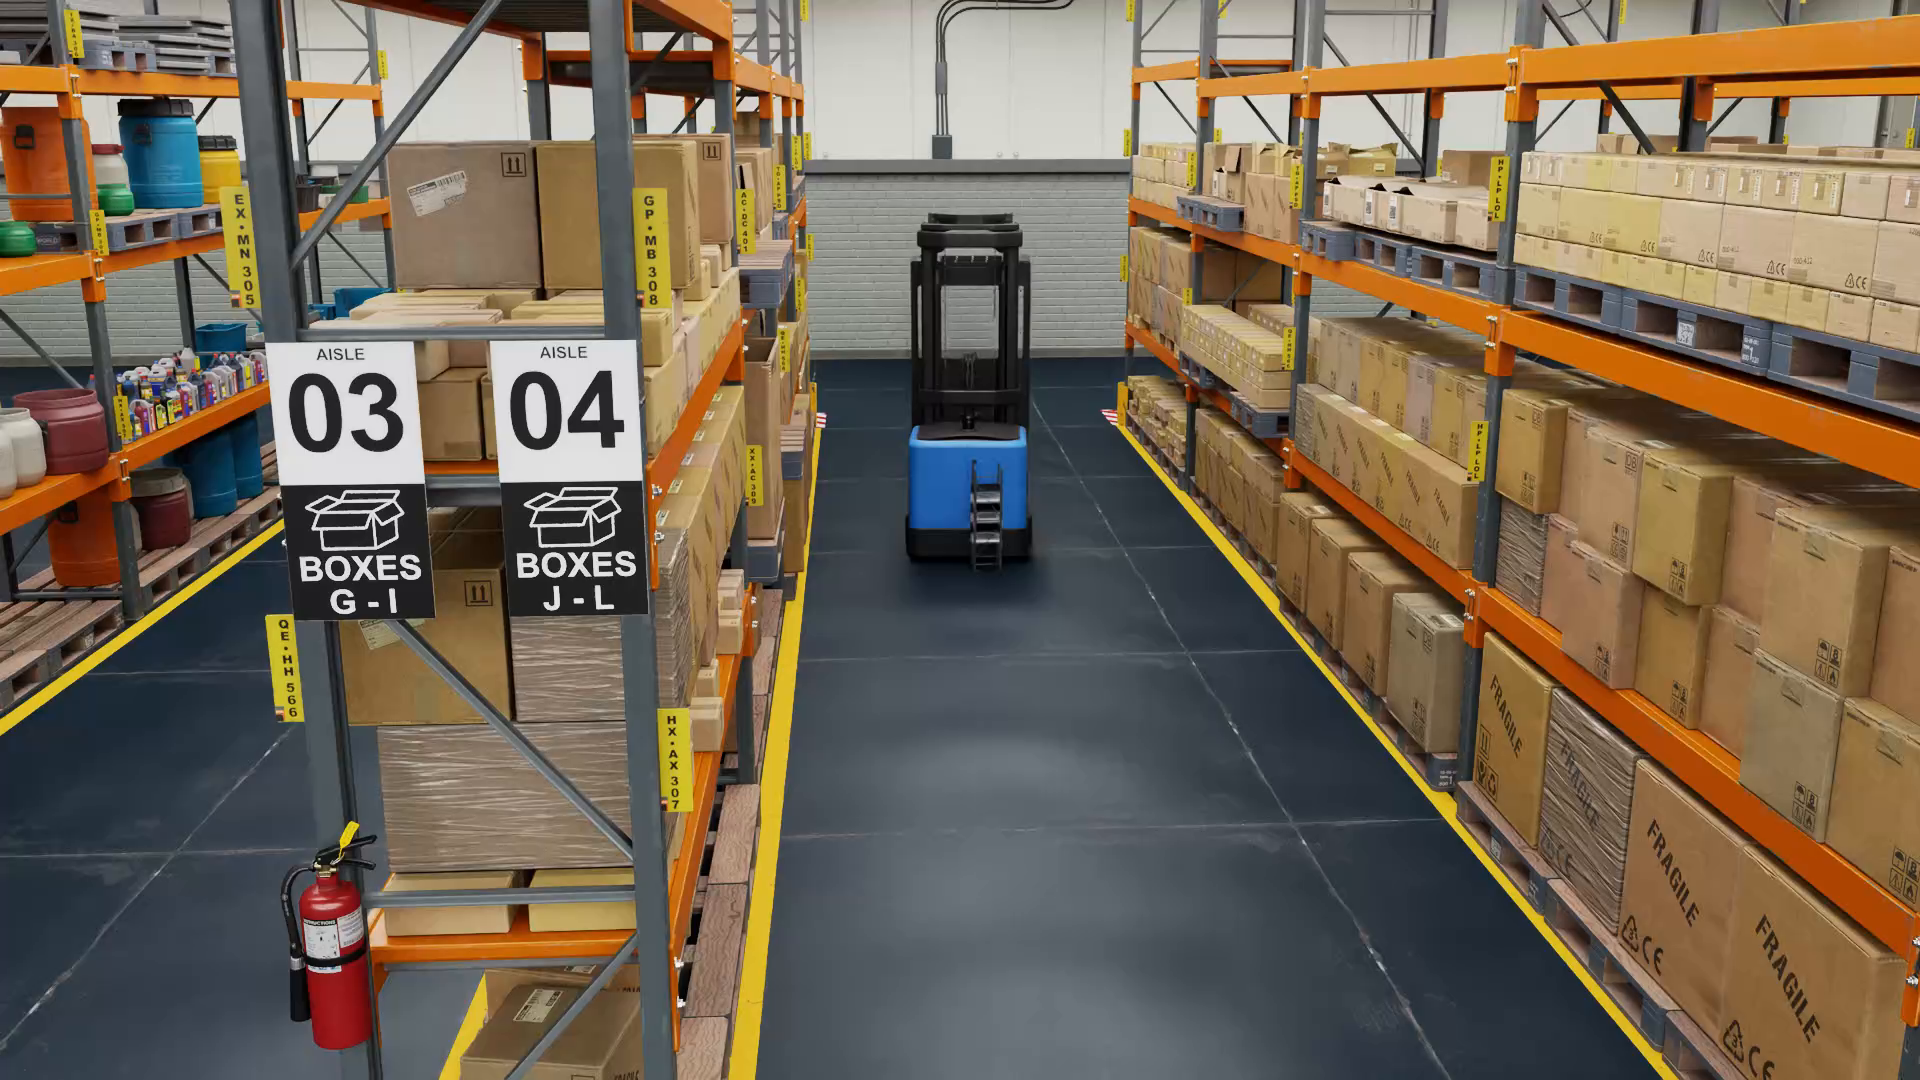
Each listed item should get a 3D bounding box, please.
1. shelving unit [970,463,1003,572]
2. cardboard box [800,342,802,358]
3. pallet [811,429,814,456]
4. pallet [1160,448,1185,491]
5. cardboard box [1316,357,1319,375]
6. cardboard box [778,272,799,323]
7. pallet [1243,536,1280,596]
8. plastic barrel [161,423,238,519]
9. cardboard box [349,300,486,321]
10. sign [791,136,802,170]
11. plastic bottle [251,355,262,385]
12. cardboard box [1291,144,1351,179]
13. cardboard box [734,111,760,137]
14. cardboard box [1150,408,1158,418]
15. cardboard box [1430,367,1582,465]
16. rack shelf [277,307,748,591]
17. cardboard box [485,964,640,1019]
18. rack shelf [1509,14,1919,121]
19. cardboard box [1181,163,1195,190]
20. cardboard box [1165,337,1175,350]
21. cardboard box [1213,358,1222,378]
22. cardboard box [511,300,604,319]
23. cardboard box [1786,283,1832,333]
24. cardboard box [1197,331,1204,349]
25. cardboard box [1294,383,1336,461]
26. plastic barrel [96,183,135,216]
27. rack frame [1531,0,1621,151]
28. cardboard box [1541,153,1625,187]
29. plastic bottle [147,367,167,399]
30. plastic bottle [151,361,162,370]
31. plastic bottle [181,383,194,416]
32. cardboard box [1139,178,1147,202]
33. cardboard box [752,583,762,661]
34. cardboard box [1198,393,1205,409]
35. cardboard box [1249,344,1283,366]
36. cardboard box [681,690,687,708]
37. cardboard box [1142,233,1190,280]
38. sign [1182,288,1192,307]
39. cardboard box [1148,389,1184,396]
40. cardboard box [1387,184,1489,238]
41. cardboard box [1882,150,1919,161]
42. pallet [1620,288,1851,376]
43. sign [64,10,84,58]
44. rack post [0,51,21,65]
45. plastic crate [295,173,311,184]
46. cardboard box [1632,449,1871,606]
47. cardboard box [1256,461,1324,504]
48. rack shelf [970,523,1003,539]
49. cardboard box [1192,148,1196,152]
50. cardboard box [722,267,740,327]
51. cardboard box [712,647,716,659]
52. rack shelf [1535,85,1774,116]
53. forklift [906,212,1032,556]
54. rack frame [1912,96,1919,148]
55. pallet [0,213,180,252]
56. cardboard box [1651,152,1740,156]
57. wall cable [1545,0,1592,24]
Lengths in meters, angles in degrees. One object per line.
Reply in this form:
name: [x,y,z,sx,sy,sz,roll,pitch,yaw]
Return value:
shelving unit: [0.226,-0.194,14.173,0.258,0.900,0.210,-1,18,-6]
cardboard box: [-1.854,-1.989,17.464,0.380,0.149,0.250,0,14,-2]
pallet: [-2.182,-1.045,18.888,1.003,0.211,1.213,-1,14,-3]
pallet: [2.745,-0.768,17.813,1.003,0.211,1.213,-1,14,-3]
cardboard box: [3.202,-1.440,13.893,0.380,0.149,0.250,-1,14,-5]
cardboard box: [-1.909,-2.459,16.985,0.500,0.500,0.500,-1,14,-3]
pallet: [3.023,0.198,14.055,1.003,0.211,1.213,-1,14,-3]
plastic barrel: [-7.017,-0.700,15.319,0.600,0.901,0.708,-1,14,-3]
cardboard box: [-1.745,-0.687,5.381,0.380,0.149,0.250,-2,15,-6]
sign: [-1.593,-3.767,16.183,0.100,0.325,0.005,-1,14,-3]
plastic bottle: [-6.671,-1.618,15.754,0.061,0.283,0.133,-1,14,-3]
cardboard box: [2.786,-2.926,12.846,0.396,0.266,0.258,-1,14,-3]
cardboard box: [-2.186,-4.251,16.984,0.500,0.250,0.500,-2,15,-7]
cardboard box: [2.434,-1.521,19.424,0.380,0.149,0.250,-2,15,-6]
cardboard box: [3.247,-0.747,9.925,0.700,0.500,0.500,-1,14,-4]
rack shelf: [-1.515,-0.518,6.669,1.077,0.370,4.000,-1,14,-3]
cardboard box: [-1.484,1.787,6.459,0.500,0.500,0.500,3,15,11]
rack shelf: [3.442,-1.829,6.544,1.077,0.370,4.000,-1,14,-3]
cardboard box: [2.540,-3.685,16.832,0.500,0.250,0.500,-2,15,-6]
cardboard box: [2.451,-2.160,18.128,0.380,0.149,0.250,-2,15,-6]
cardboard box: [2.486,-1.542,14.884,0.380,0.149,0.250,-2,15,-6]
cardboard box: [-1.235,-0.689,5.388,0.380,0.149,0.250,-1,14,-4]
cardboard box: [3.160,-0.818,5.849,0.380,0.149,0.250,-1,14,-3]
cardboard box: [2.439,-1.880,15.601,0.380,0.149,0.250,-2,15,-6]
cardboard box: [2.829,-0.890,12.490,0.500,0.500,0.500,-1,14,-3]
plastic barrel: [-6.666,-2.678,13.086,0.294,0.245,0.294,0,14,0]
rack frame: [7.509,-5.954,20.332,1.000,3.000,0.127,-1,14,-3]
cardboard box: [3.018,-1.773,7.960,0.380,0.149,0.250,-1,14,-4]
plastic bottle: [-7.220,-1.416,14.981,0.152,0.276,0.135,-1,14,-3]
plastic bottle: [-7.427,-1.521,15.400,0.097,0.271,0.097,0,14,0]
plastic bottle: [-6.586,-1.197,14.139,0.097,0.271,0.097,0,14,0]
cardboard box: [2.375,-4.081,19.371,0.500,0.250,0.500,0,14,-2]
cardboard box: [-1.736,0.536,11.279,0.700,0.500,0.500,0,14,1]
cardboard box: [2.892,-1.606,19.156,0.380,0.149,0.250,-1,14,-5]
cardboard box: [2.569,-1.505,13.546,0.380,0.149,0.250,-1,14,-4]
cardboard box: [-1.536,0.506,6.465,0.875,0.500,0.500,-1,14,-3]
cardboard box: [2.385,-3.253,19.069,0.500,0.500,0.500,-1,14,-5]
sign: [2.281,-2.361,16.671,0.100,0.325,0.005,-1,14,-3]
cardboard box: [2.398,-1.662,19.373,0.380,0.149,0.250,0,14,-1]
cardboard box: [2.990,-2.057,10.339,0.500,0.311,0.500,-1,14,-5]
cardboard box: [7.830,-2.857,13.263,0.797,0.503,0.637,-2,15,-7]
pallet: [3.431,-0.866,6.755,1.003,0.211,1.213,-1,14,-3]
sign: [-6.281,-3.589,11.788,0.100,0.325,0.005,-1,14,-3]
rack post: [-6.790,-3.325,9.714,1.013,1.000,3.121,-1,14,-3]
plastic crate: [-7.505,-3.858,18.329,0.504,0.338,0.767,-1,14,-3]
cardboard box: [3.394,-0.063,7.007,0.875,0.550,0.500,-1,14,-3]
cardboard box: [2.766,-0.480,13.763,0.500,0.250,0.500,-1,14,-5]
rack shelf: [0.226,-0.077,14.212,0.258,0.077,0.200,-1,18,-6]
cardboard box: [2.530,-3.841,16.637,0.380,0.149,0.250,-2,15,-6]
cardboard box: [-1.350,-1.182,8.106,0.500,0.250,0.500,0,14,-1]
cardboard box: [-1.304,0.571,7.516,0.380,0.149,0.250,-1,14,-3]
rack shelf: [7.633,-4.915,18.538,1.077,0.370,4.000,-1,14,-3]
forklift: [0.104,-1.588,15.541,1.130,2.935,3.031,0,14,1]
rack frame: [12.463,-6.032,20.634,1.000,3.000,0.127,-1,14,-3]
pallet: [-6.780,-2.383,12.850,1.003,0.211,1.213,-1,14,-3]
cardboard box: [3.659,-1.846,8.245,0.380,0.149,0.250,-1,14,-4]
wall cable: [10.409,-7.427,25.982,2.988,3.039,0.133,-1,14,-3]
